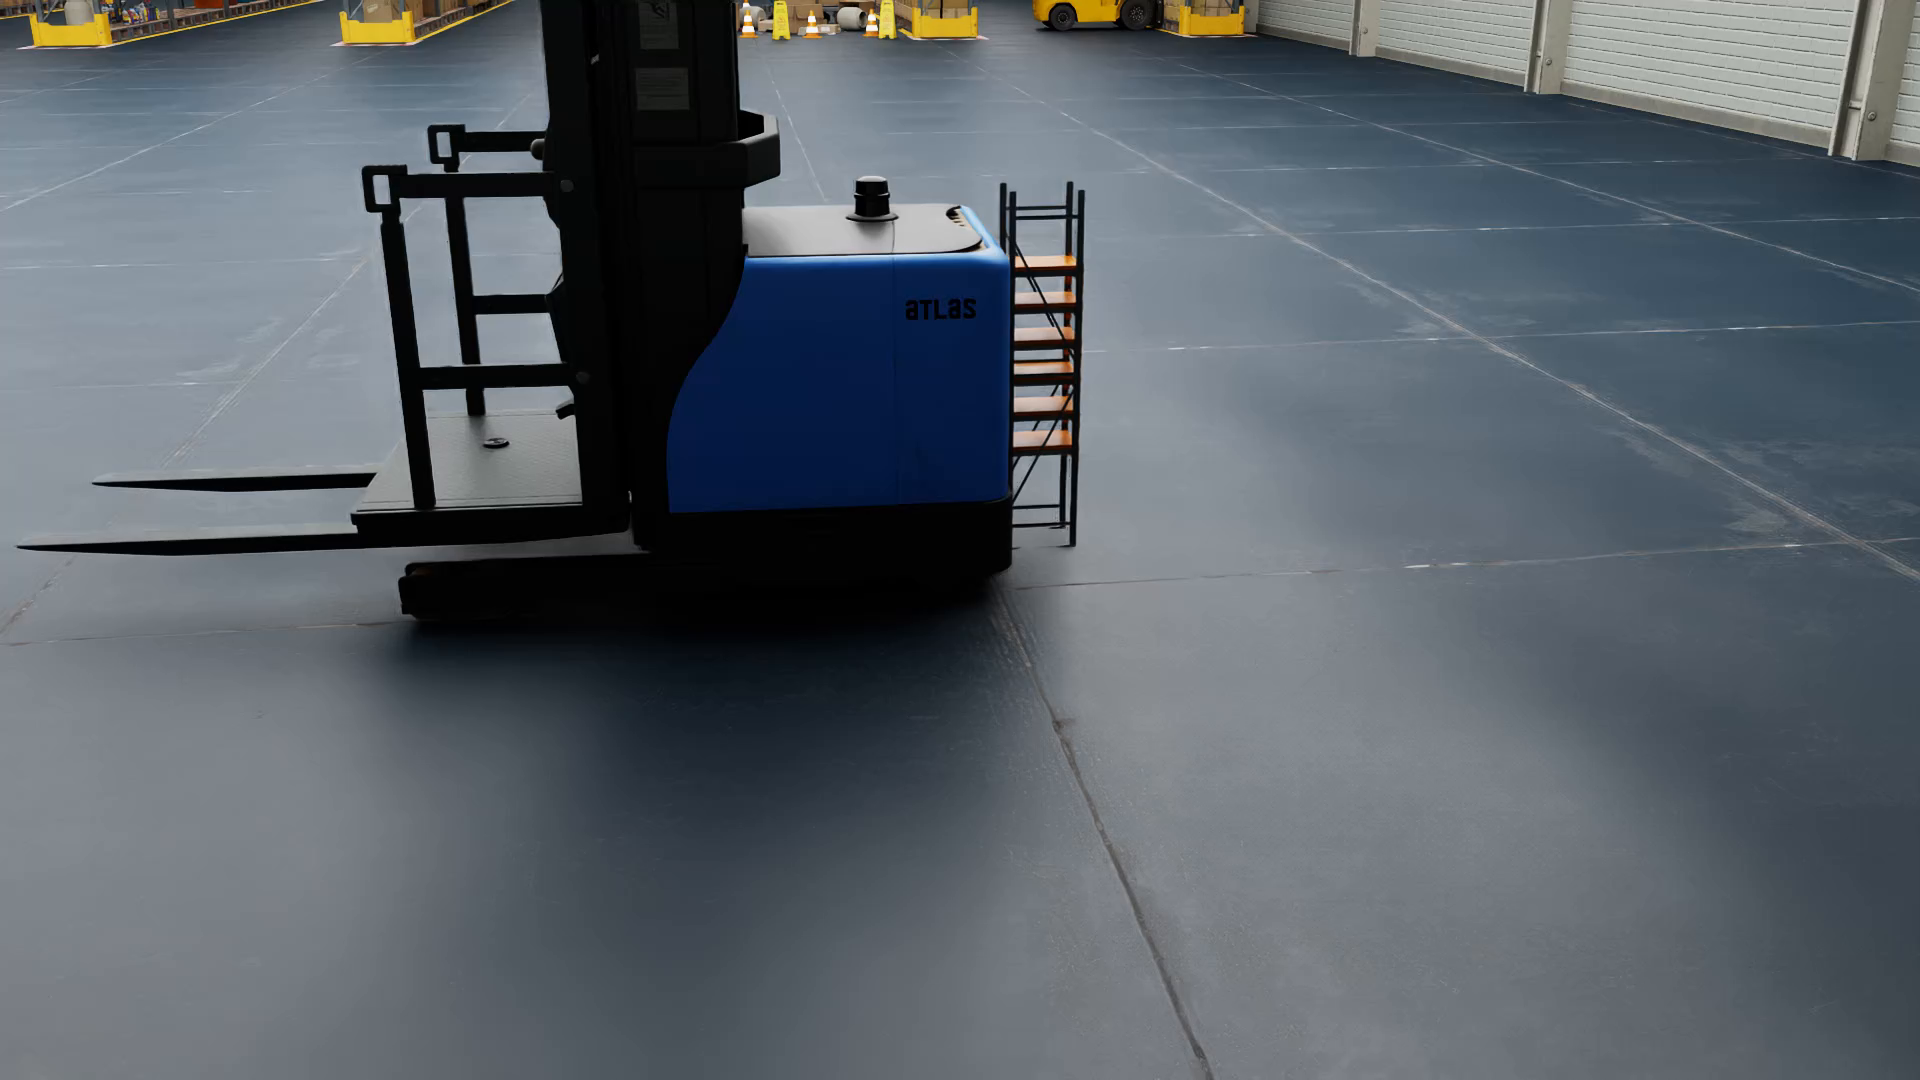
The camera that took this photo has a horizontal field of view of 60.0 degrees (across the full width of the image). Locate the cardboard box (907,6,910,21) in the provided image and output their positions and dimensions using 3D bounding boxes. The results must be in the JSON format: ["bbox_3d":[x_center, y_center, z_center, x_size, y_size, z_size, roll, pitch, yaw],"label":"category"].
[{"bbox_3d":[-0.713,-9.883,31.219,0.500,0.250,0.500,-3,21,-8],"label":"cardboard box"}]

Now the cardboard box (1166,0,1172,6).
[{"bbox_3d":[4.207,-10.249,31.486,0.500,0.250,0.500,-3,21,-8],"label":"cardboard box"}]

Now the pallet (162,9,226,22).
[{"bbox_3d":[-16.051,-10.972,34.790,1.003,0.211,1.213,-3,21,-8],"label":"pallet"}]

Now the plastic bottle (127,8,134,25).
[{"bbox_3d":[-14.939,-9.435,29.943,0.061,0.283,0.133,-3,21,-7],"label":"plastic bottle"}]

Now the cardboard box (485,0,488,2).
[{"bbox_3d":[-11.558,-12.854,38.282,1.225,0.875,0.875,-4,21,-10],"label":"cardboard box"}]

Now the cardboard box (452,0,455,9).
[{"bbox_3d":[-11.014,-11.411,34.924,0.700,0.500,0.500,-5,21,-12],"label":"cardboard box"}]

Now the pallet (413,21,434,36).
[{"bbox_3d":[-10.335,-9.453,30.723,1.003,0.211,1.213,-3,21,-8],"label":"pallet"}]

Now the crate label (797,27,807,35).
[{"bbox_3d":[-2.826,-9.366,30.598,0.250,0.136,0.298,-15,25,-35],"label":"crate label"}]

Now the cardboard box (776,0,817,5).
[{"bbox_3d":[-3.165,-10.226,32.182,0.797,0.637,0.503,-3,21,-8],"label":"cardboard box"}]

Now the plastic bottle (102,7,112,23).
[{"bbox_3d":[-15.610,-9.597,30.387,0.152,0.276,0.135,-3,21,-8],"label":"plastic bottle"}]

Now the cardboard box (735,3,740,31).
[{"bbox_3d":[-4.484,-9.973,31.699,0.500,0.500,0.500,1,20,2],"label":"cardboard box"}]

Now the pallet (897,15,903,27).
[{"bbox_3d":[-0.708,-10.376,33.195,1.003,0.211,1.213,-3,21,-8],"label":"pallet"}]

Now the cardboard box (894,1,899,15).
[{"bbox_3d":[-1.022,-10.604,33.149,0.500,0.250,0.500,-4,21,-10],"label":"cardboard box"}]

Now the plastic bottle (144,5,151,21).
[{"bbox_3d":[-15.077,-9.768,30.835,0.061,0.283,0.133,-2,21,-4],"label":"plastic bottle"}]

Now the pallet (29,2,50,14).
[{"bbox_3d":[-21.448,-12.099,37.808,1.003,0.211,1.213,-3,21,-8],"label":"pallet"}]

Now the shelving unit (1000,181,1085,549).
[{"bbox_3d":[0.262,-0.567,5.521,0.258,1.200,0.189,-3,21,-7],"label":"shelving unit"}]

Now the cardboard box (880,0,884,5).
[{"bbox_3d":[-1.231,-11.812,36.211,0.950,0.372,0.625,-3,21,-9],"label":"cardboard box"}]

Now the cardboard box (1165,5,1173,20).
[{"bbox_3d":[4.205,-10.008,31.553,0.500,0.250,0.500,-3,21,-8],"label":"cardboard box"}]

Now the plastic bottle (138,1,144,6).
[{"bbox_3d":[-15.312,-9.913,31.127,0.144,0.351,0.185,-3,21,-8],"label":"plastic bottle"}]

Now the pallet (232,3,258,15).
[{"bbox_3d":[-16.452,-11.934,37.368,1.003,0.211,1.213,-3,21,-8],"label":"pallet"}]

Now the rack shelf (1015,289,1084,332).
[{"bbox_3d":[0.262,-0.751,5.452,0.258,0.103,0.180,-3,21,-7],"label":"rack shelf"}]

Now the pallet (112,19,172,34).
[{"bbox_3d":[-15.492,-9.622,31.178,1.003,0.211,1.213,-3,21,-8],"label":"pallet"}]

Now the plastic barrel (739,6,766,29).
[{"bbox_3d":[-4.042,-10.106,32.169,0.512,0.421,0.421,12,24,30],"label":"plastic barrel"}]

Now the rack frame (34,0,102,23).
[{"bbox_3d":[-14.971,-9.778,27.610,1.000,3.000,0.127,-3,21,-8],"label":"rack frame"}]

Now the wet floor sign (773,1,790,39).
[{"bbox_3d":[-3.184,-9.230,29.507,0.267,0.644,0.232,-7,21,-17],"label":"wet floor sign"}]

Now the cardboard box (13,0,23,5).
[{"bbox_3d":[-21.038,-12.042,36.615,0.500,0.500,0.500,-4,21,-10],"label":"cardboard box"}]

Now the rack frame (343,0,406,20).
[{"bbox_3d":[-10.070,-10.028,28.279,1.000,3.000,0.127,-3,21,-8],"label":"rack frame"}]

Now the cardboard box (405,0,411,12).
[{"bbox_3d":[-10.335,-9.694,30.356,0.500,0.500,0.500,-1,21,-3],"label":"cardboard box"}]

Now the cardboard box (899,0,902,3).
[{"bbox_3d":[-0.933,-10.770,32.523,0.500,0.500,0.500,-2,21,-6],"label":"cardboard box"}]

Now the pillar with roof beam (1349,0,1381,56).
[{"bbox_3d":[2.044,-11.582,23.865,9.100,9.000,0.400,-3,21,-8],"label":"pillar with roof beam"}]

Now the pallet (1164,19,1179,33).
[{"bbox_3d":[4.496,-9.736,31.482,1.003,0.211,1.213,-3,21,-8],"label":"pallet"}]

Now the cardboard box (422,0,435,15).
[{"bbox_3d":[-10.714,-10.662,32.919,0.700,0.500,0.500,-5,21,-12],"label":"cardboard box"}]

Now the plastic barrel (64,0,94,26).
[{"bbox_3d":[-15.142,-9.034,28.571,0.421,0.512,0.421,0,20,0],"label":"plastic barrel"}]

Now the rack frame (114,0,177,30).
[{"bbox_3d":[-15.548,-11.163,31.318,1.000,3.000,0.127,-3,21,-8],"label":"rack frame"}]

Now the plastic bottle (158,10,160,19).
[{"bbox_3d":[-15.187,-9.949,31.436,0.097,0.201,0.097,0,20,0],"label":"plastic bottle"}]

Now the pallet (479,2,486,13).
[{"bbox_3d":[-11.435,-12.190,38.052,1.003,0.211,1.213,-3,21,-8],"label":"pallet"}]

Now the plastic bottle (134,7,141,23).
[{"bbox_3d":[-15.017,-9.573,30.331,0.097,0.271,0.097,0,20,0],"label":"plastic bottle"}]

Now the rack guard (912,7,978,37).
[{"bbox_3d":[-0.274,-9.383,30.125,1.175,0.500,0.348,-3,21,-8],"label":"rack guard"}]

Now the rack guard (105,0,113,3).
[{"bbox_3d":[-22.169,-13.872,42.143,1.175,0.500,0.348,-3,21,-8],"label":"rack guard"}]

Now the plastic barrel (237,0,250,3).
[{"bbox_3d":[-16.537,-12.713,37.865,0.600,0.901,0.708,-3,21,-8],"label":"plastic barrel"}]

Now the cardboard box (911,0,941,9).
[{"bbox_3d":[-0.637,-10.052,30.601,0.500,0.500,0.500,-3,21,-7],"label":"cardboard box"}]

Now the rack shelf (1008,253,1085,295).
[{"bbox_3d":[0.262,-0.863,5.410,0.258,0.103,0.180,-3,21,-7],"label":"rack shelf"}]

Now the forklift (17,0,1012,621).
[{"bbox_3d":[-1.389,-1.321,5.064,3.031,2.935,1.130,-2,21,-6],"label":"forklift"}]

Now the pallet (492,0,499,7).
[{"bbox_3d":[-11.832,-13.144,40.606,1.003,0.211,1.213,-3,21,-8],"label":"pallet"}]
